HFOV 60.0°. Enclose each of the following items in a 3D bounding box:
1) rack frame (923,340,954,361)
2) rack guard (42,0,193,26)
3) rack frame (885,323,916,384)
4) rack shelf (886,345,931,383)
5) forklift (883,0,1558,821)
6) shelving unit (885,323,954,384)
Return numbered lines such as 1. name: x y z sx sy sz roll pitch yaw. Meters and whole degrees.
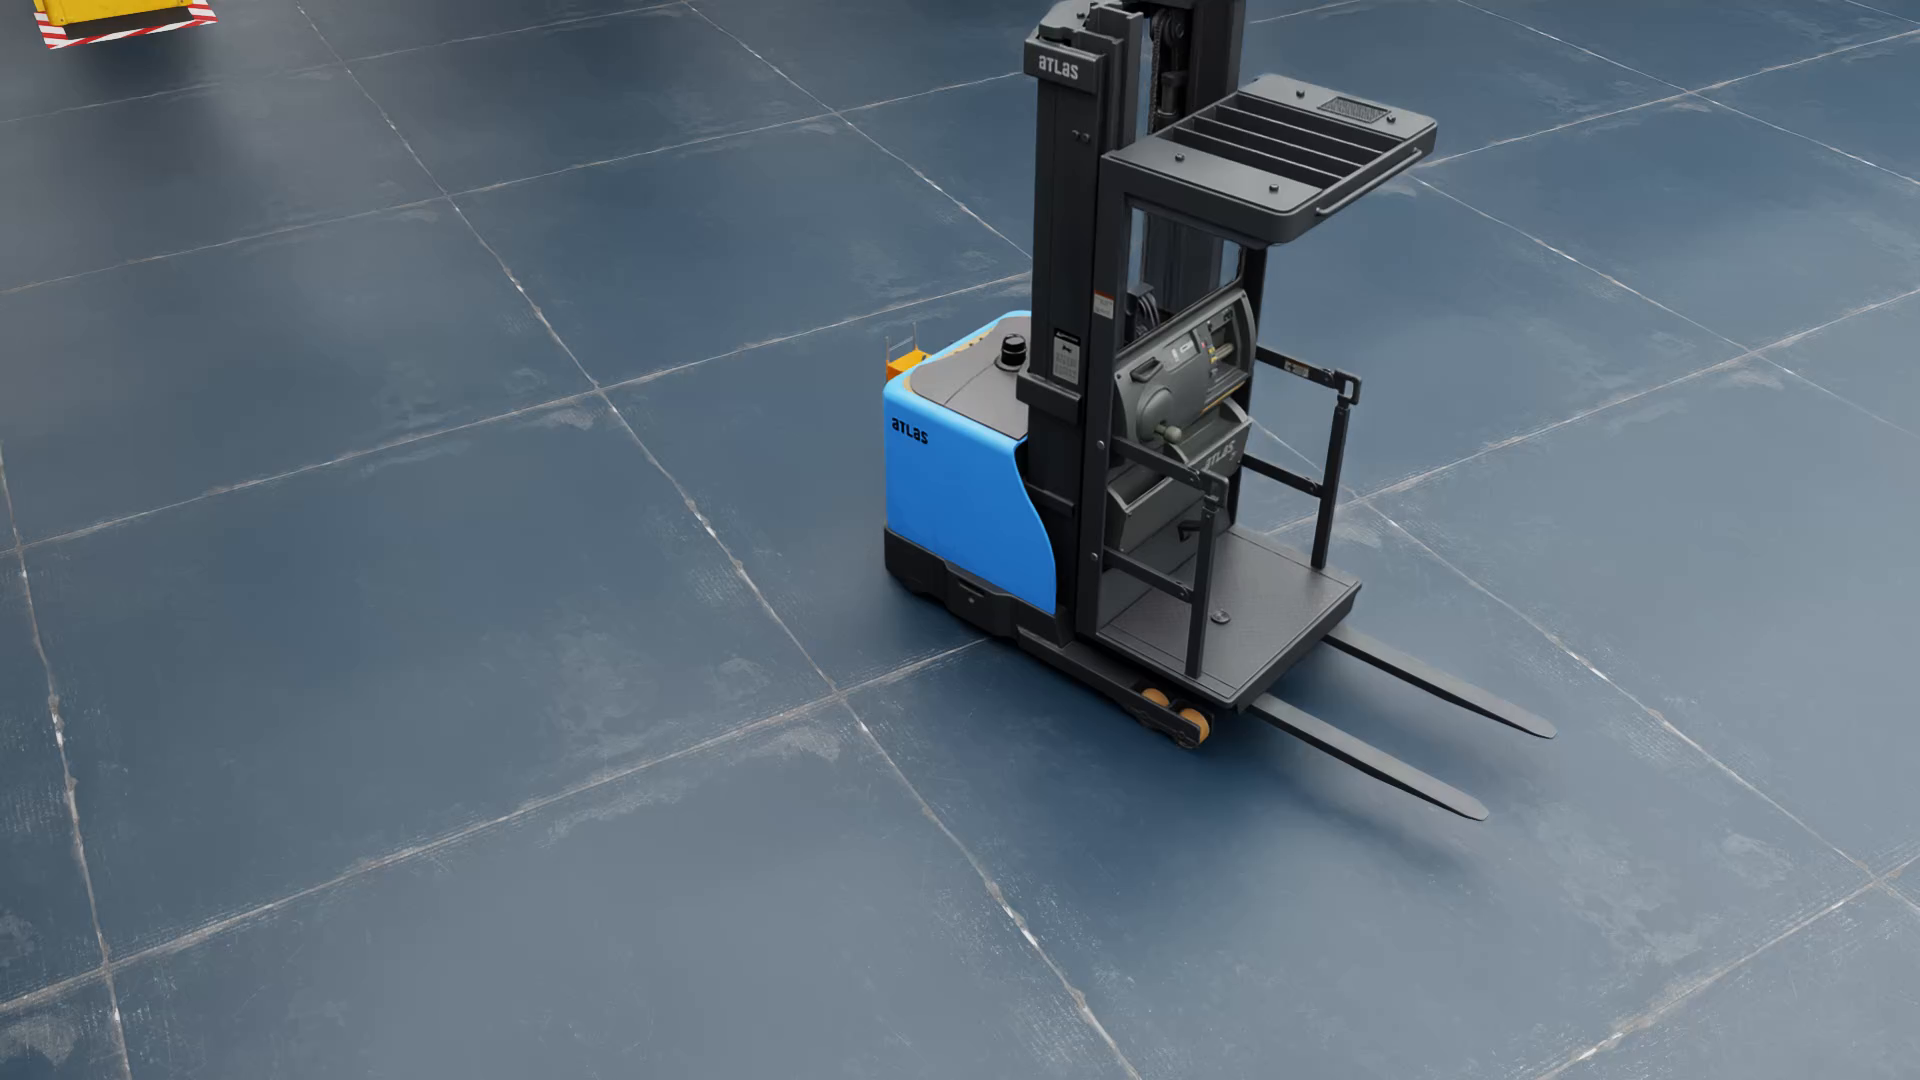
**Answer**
1. rack frame: -0.100 -0.465 7.996 0.008 1.050 0.200 29 45 33
2. rack guard: -7.387 -4.872 14.497 1.175 0.500 0.348 -19 40 -24
3. rack frame: -0.279 -0.562 8.130 0.008 1.050 0.200 29 45 33
4. rack shelf: -0.190 -0.734 7.902 0.240 0.259 0.215 29 45 33
5. forklift: 1.085 -0.656 6.663 3.031 2.935 1.130 27 44 32
6. shelving unit: -0.190 -0.514 8.063 0.252 1.050 0.215 29 45 33
